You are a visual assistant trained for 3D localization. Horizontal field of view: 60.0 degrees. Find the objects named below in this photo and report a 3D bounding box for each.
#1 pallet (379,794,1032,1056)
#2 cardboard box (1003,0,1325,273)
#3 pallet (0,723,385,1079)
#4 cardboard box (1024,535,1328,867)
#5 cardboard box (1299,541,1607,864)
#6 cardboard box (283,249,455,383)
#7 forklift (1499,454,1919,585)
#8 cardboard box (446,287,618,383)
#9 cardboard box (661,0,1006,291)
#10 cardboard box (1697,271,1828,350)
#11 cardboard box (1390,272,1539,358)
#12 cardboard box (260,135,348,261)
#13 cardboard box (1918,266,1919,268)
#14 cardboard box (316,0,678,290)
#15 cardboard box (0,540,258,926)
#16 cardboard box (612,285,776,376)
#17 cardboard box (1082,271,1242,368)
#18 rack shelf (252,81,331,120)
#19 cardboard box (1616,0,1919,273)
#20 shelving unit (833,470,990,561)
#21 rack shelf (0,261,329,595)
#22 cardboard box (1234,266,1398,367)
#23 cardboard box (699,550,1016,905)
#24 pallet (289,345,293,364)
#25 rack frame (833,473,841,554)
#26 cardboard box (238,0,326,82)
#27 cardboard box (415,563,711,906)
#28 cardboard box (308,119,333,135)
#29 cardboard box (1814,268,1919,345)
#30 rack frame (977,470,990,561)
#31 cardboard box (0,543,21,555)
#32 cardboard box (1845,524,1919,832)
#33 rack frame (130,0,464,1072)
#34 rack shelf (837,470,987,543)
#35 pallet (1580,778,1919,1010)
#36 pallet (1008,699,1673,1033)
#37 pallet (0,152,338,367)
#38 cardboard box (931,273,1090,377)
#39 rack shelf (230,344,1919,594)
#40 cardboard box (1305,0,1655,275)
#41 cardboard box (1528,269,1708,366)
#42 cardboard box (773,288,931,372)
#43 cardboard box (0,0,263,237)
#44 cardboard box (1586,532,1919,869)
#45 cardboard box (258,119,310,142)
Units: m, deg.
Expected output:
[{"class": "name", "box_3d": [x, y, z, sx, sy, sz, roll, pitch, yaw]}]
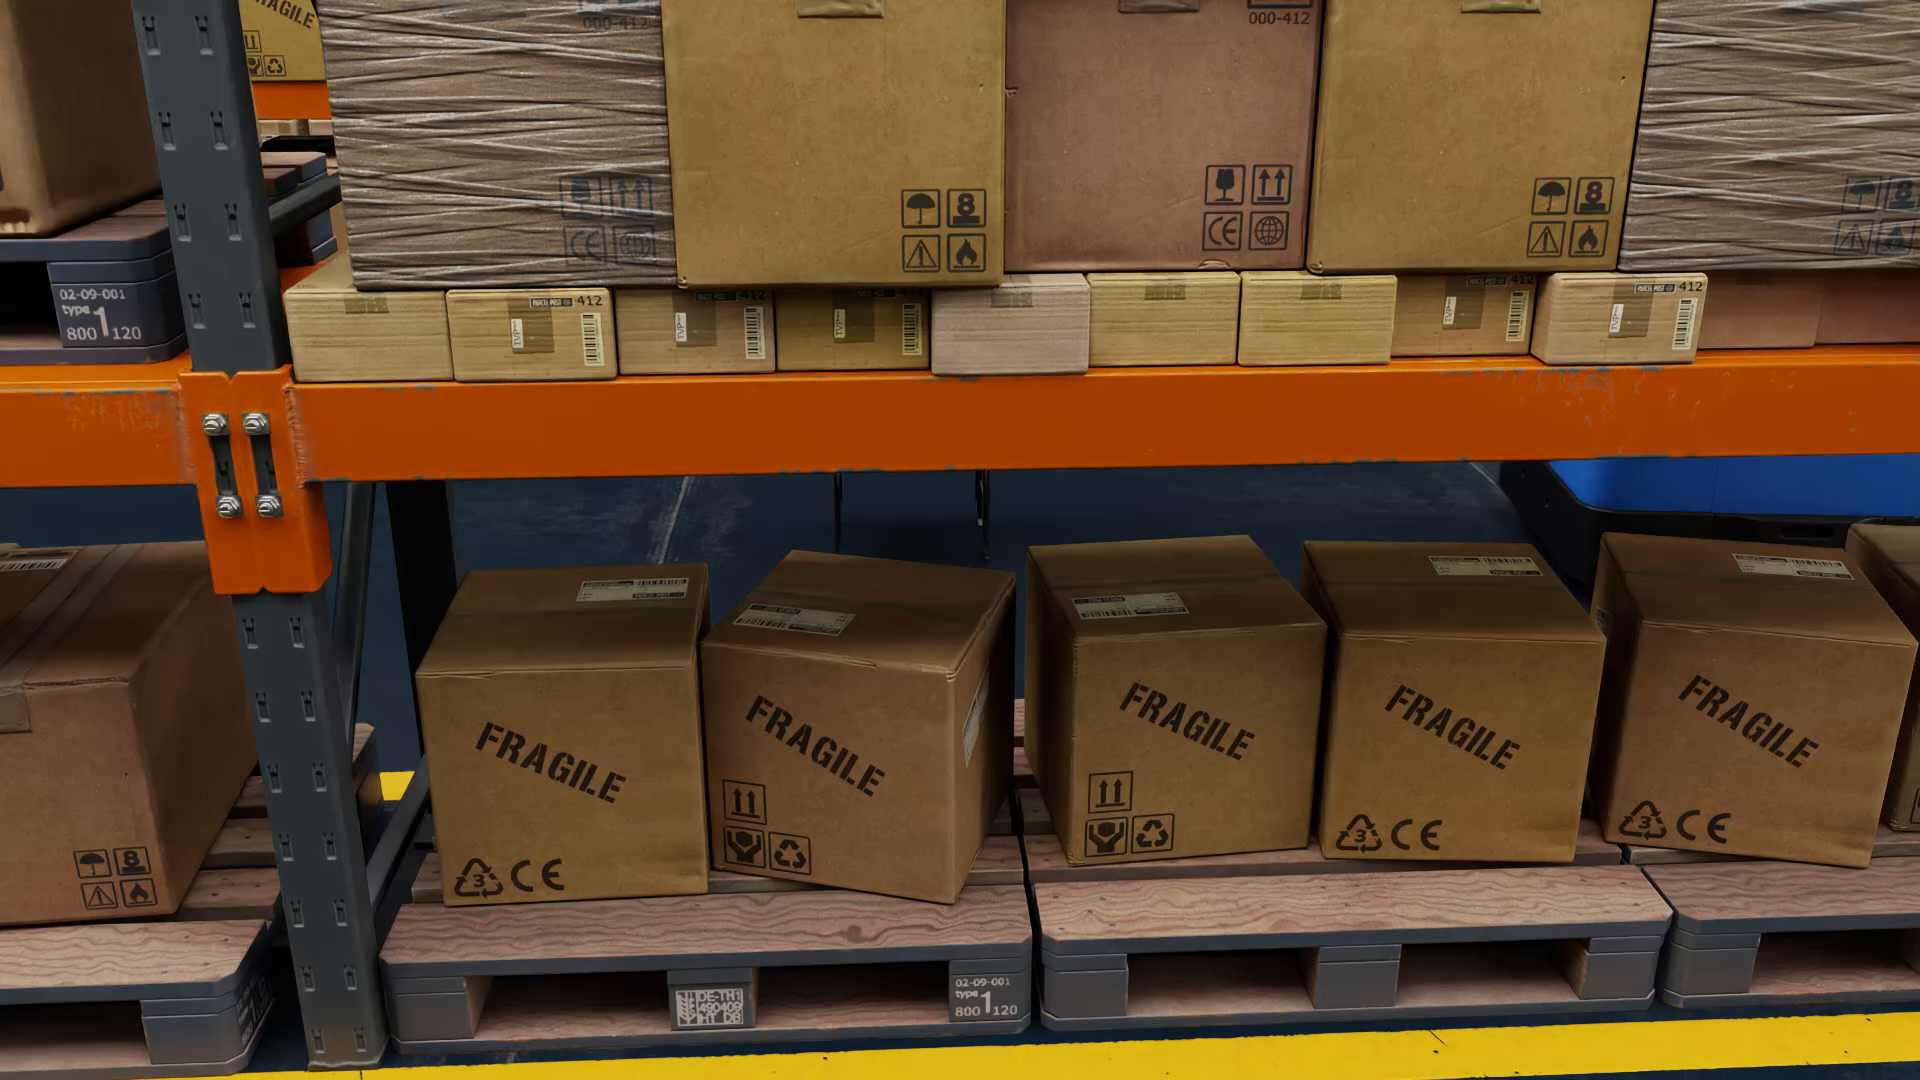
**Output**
[{"class": "pallet", "box_3d": [-0.493, 0.674, 3.555, 1.213, 0.211, 1.003, -1, 21, -3]}, {"class": "cardboard box", "box_3d": [0.286, -0.820, 3.000, 0.500, 0.500, 0.875, -1, 21, -3]}, {"class": "pallet", "box_3d": [-1.938, 0.716, 3.443, 1.213, 0.211, 1.003, -1, 21, -3]}, {"class": "cardboard box", "box_3d": [0.427, 0.320, 3.488, 0.500, 0.500, 0.500, -3, 21, -8]}, {"class": "cardboard box", "box_3d": [0.987, 0.325, 3.476, 0.500, 0.500, 0.500, 1, 21, 2]}, {"class": "cardboard box", "box_3d": [-0.929, -0.383, 2.765, 0.250, 0.149, 0.380, -1, 21, -3]}, {"class": "forklift", "box_3d": [3.410, -1.316, 4.959, 3.031, 2.935, 1.130, 1, 21, 3]}, {"class": "cardboard box", "box_3d": [-0.679, -0.384, 2.766, 0.250, 0.149, 0.380, -1, 21, -3]}, {"class": "cardboard box", "box_3d": [-0.207, -0.774, 2.879, 0.500, 0.500, 0.875, -1, 21, -3]}, {"class": "cardboard box", "box_3d": [1.312, -0.457, 2.958, 0.250, 0.149, 0.380, -1, 21, -3]}, {"class": "cardboard box", "box_3d": [0.814, -0.440, 2.913, 0.250, 0.149, 0.380, -1, 21, -3]}, {"class": "cardboard box", "box_3d": [-2.921, -1.449, 7.783, 0.750, 0.750, 1.050, -1, 21, -3]}, {"class": "cardboard box", "box_3d": [1.789, -0.816, 2.990, 0.500, 0.500, 0.875, -1, 21, -3]}, {"class": "cardboard box", "box_3d": [-0.708, -0.776, 2.885, 0.500, 0.500, 0.875, -1, 21, -3]}, {"class": "cardboard box", "box_3d": [-1.775, 0.364, 3.343, 0.500, 0.500, 0.700, -3, 21, -7]}, {"class": "cardboard box", "box_3d": [-0.431, -0.399, 2.805, 0.250, 0.149, 0.380, -1, 21, -3]}, {"class": "cardboard box", "box_3d": [0.317, -0.417, 2.855, 0.250, 0.149, 0.380, -1, 21, -3]}, {"class": "rack shelf", "box_3d": [-3.340, -1.990, 7.644, 4.000, 0.370, 1.077, -1, 21, -3]}, {"class": "cardboard box", "box_3d": [1.288, -0.821, 3.004, 0.500, 0.500, 0.875, -1, 21, -3]}, {"class": "shelving unit", "box_3d": [-0.165, -0.978, 5.239, 0.503, 2.100, 0.431, -1, 21, -3]}, {"class": "rack shelf", "box_3d": [-3.158, -0.226, 3.011, 4.000, 0.370, 1.077, -1, 21, -3]}, {"class": "cardboard box", "box_3d": [0.567, -0.419, 2.858, 0.250, 0.149, 0.380, -1, 21, -3]}, {"class": "cardboard box", "box_3d": [-0.188, 0.361, 3.381, 0.500, 0.500, 0.500, 5, 22, 14]}, {"class": "pallet", "box_3d": [-3.330, -0.996, 7.940, 1.213, 0.211, 1.003, -1, 21, -3]}, {"class": "rack frame", "box_3d": [-0.409, -0.973, 5.226, 0.015, 2.100, 0.400, -1, 21, -3]}, {"class": "cardboard box", "box_3d": [-2.858, -2.288, 7.274, 0.500, 0.500, 0.500, -1, 21, -2]}, {"class": "cardboard box", "box_3d": [-0.760, 0.375, 3.344, 0.500, 0.500, 0.500, -2, 21, -5]}, {"class": "cardboard box", "box_3d": [-4.420, -3.036, 12.483, 0.625, 0.372, 0.950, -2, 21, -4]}, {"class": "cardboard box", "box_3d": [1.561, -0.470, 2.992, 0.250, 0.149, 0.380, -1, 21, -3]}, {"class": "rack frame", "box_3d": [0.078, -0.983, 5.252, 0.015, 2.100, 0.400, -1, 21, -3]}, {"class": "cardboard box", "box_3d": [-2.253, 0.367, 3.335, 0.500, 0.500, 0.700, -1, 21, -3]}, {"class": "cardboard box", "box_3d": [2.208, 0.294, 3.555, 0.500, 0.500, 0.500, 3, 21, 7]}, {"class": "rack frame", "box_3d": [-1.161, -0.603, 2.990, 0.127, 3.000, 1.000, -1, 21, -3]}, {"class": "rack shelf", "box_3d": [-0.165, -0.311, 5.492, 0.480, 0.518, 0.431, -1, 21, -3]}, {"class": "pallet", "box_3d": [1.943, 0.624, 3.685, 1.213, 0.211, 1.003, -1, 21, -3]}, {"class": "pallet", "box_3d": [0.728, 0.648, 3.622, 1.213, 0.211, 1.003, -1, 21, -3]}, {"class": "pallet", "box_3d": [-1.933, -0.550, 3.119, 1.213, 0.211, 1.003, -1, 21, -3]}, {"class": "cardboard box", "box_3d": [0.070, -0.398, 2.803, 0.250, 0.149, 0.380, -1, 21, -3]}, {"class": "rack shelf", "box_3d": [0.836, -0.308, 3.224, 4.000, 0.370, 1.077, -1, 21, -3]}, {"class": "cardboard box", "box_3d": [0.788, -0.815, 2.988, 0.500, 0.500, 0.875, -1, 21, -3]}, {"class": "cardboard box", "box_3d": [1.068, -0.420, 2.862, 0.250, 0.149, 0.380, -1, 21, -3]}, {"class": "cardboard box", "box_3d": [-0.182, -0.407, 2.828, 0.250, 0.149, 0.380, -1, 21, -3]}, {"class": "cardboard box", "box_3d": [-1.962, -1.113, 2.896, 1.000, 1.000, 1.000, -1, 21, -3]}, {"class": "cardboard box", "box_3d": [1.613, 0.319, 3.491, 0.500, 0.500, 0.500, 4, 21, 11]}, {"class": "cardboard box", "box_3d": [-5.156, -3.018, 12.436, 0.625, 0.372, 0.950, -3, 21, -7]}]
